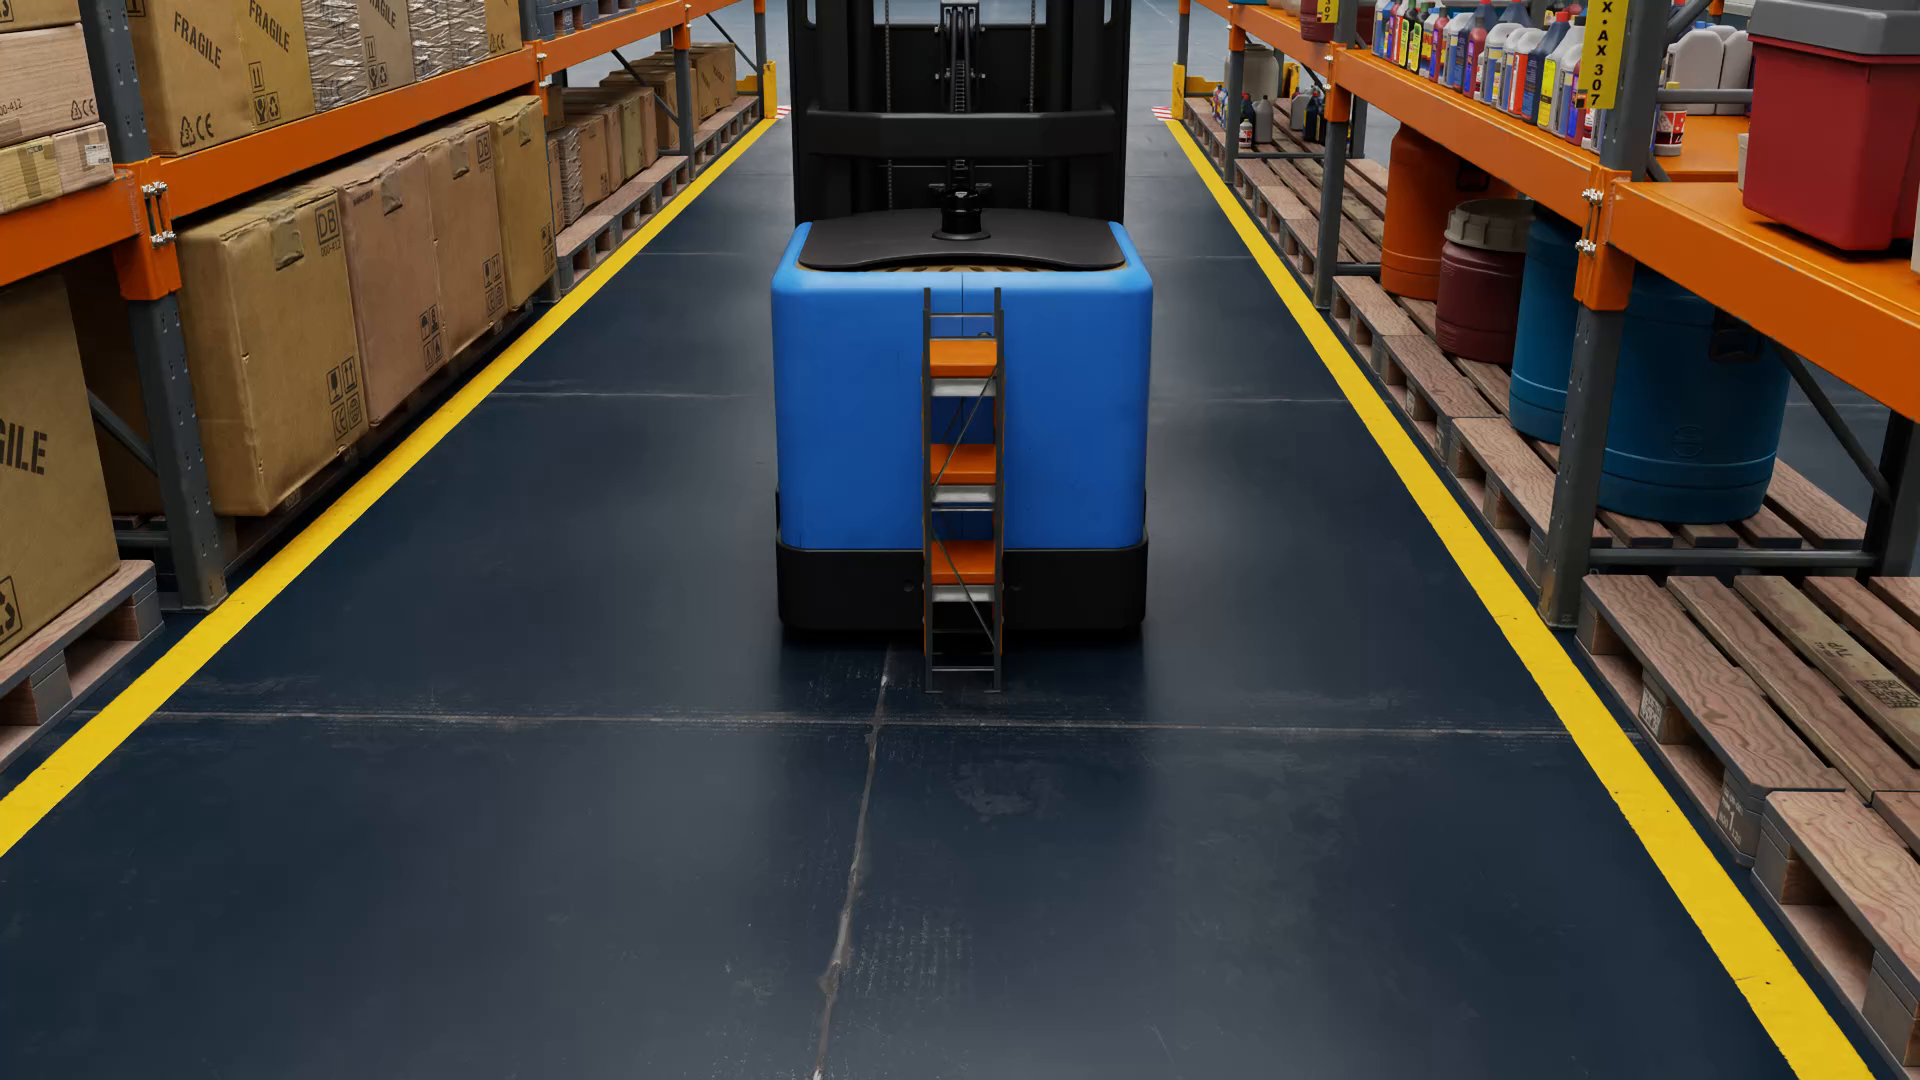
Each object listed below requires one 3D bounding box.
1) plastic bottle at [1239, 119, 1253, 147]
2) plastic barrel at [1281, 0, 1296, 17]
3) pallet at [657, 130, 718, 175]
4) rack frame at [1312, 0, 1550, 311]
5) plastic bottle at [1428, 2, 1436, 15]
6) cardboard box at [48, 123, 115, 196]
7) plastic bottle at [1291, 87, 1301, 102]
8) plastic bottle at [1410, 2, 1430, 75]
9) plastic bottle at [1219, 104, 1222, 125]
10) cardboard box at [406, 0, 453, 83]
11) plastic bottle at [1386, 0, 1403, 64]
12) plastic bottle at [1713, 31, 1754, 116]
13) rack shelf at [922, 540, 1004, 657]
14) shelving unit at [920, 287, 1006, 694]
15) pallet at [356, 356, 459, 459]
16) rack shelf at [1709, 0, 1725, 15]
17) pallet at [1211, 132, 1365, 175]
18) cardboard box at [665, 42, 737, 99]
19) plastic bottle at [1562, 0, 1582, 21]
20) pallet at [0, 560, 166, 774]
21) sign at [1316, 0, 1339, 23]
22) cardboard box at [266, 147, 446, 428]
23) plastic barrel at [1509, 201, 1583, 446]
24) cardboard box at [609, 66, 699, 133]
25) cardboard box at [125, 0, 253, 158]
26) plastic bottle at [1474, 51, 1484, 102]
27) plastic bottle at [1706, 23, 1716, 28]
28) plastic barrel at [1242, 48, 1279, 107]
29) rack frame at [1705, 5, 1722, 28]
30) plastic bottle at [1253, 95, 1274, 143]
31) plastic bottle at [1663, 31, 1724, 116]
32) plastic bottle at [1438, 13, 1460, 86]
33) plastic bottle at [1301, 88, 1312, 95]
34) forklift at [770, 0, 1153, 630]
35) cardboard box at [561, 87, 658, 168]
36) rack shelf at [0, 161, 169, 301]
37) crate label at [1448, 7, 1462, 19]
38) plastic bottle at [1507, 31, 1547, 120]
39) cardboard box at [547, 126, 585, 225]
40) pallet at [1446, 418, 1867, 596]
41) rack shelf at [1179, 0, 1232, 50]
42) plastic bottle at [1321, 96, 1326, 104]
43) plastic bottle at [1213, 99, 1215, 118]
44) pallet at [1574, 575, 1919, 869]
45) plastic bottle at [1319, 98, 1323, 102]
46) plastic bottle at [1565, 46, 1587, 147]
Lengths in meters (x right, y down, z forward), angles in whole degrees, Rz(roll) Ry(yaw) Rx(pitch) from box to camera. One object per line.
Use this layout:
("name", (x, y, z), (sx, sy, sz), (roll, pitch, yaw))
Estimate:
("plastic bottle", (2.161, -3.079, 12.577), (0.097, 0.201, 0.097), (0, 21, 0))
("plastic barrel", (2.191, -3.498, 10.210), (0.433, 0.535, 0.433), (0, 21, 0))
("pallet", (-2.504, -3.041, 13.075), (1.003, 0.211, 1.213), (1, 21, 2))
("rack frame", (2.340, -2.597, 8.076), (1.000, 3.000, 0.127), (1, 21, 2))
("plastic bottle", (2.020, -2.175, 7.165), (0.097, 0.271, 0.097), (0, 21, 0))
("cardboard box", (-2.414, -0.975, 4.241), (0.380, 0.149, 0.250), (1, 21, 2))
("plastic bottle", (2.824, -3.670, 13.987), (0.061, 0.283, 0.133), (1, 21, 2))
("plastic bottle", (1.933, -2.091, 6.933), (0.061, 0.283, 0.133), (1, 21, 2))
("plastic bottle", (2.200, -3.542, 13.772), (0.097, 0.201, 0.097), (0, 21, 0))
("cardboard box", (-2.412, -2.149, 6.783), (0.500, 0.500, 0.500), (0, 21, 0))
("plastic bottle", (1.948, -2.272, 7.398), (0.061, 0.283, 0.133), (1, 21, 2))
("plastic bottle", (2.641, -1.591, 5.654), (0.152, 0.276, 0.135), (1, 21, 2))
("rack shelf", (0.007, 0.147, 4.497), (0.215, 0.259, 0.240), (0, 21, 0))
("shelving unit", (0.007, -0.122, 4.392), (0.215, 1.050, 0.252), (0, 21, 0))
("pallet", (-2.750, -0.628, 6.854), (1.003, 0.211, 1.213), (1, 21, 2))
("rack shelf", (7.473, -4.375, 13.653), (1.077, 0.370, 4.000), (1, 21, 2))
("pallet", (2.524, -2.986, 12.932), (1.003, 0.211, 1.213), (1, 21, 2))
("cardboard box", (-2.403, -4.349, 15.466), (0.500, 0.500, 0.500), (5, 22, 12))
("plastic bottle", (2.747, -2.308, 7.493), (0.061, 0.283, 0.133), (1, 21, 2))
("pallet", (-2.834, 0.369, 4.287), (1.003, 0.211, 1.213), (1, 21, 2))
("sign", (1.790, -2.677, 8.055), (0.100, 0.325, 0.005), (1, 21, 2))
("cardboard box", (-2.707, -0.965, 6.227), (1.225, 0.875, 0.875), (0, 21, 0))
("plastic barrel", (2.273, -0.821, 5.818), (0.600, 0.901, 0.708), (1, 21, 2))
("cardboard box", (-2.427, -3.480, 13.226), (0.500, 0.500, 0.500), (8, 22, 19))
("cardboard box", (-2.469, -1.416, 4.892), (0.500, 0.500, 0.500), (1, 21, 2))
("plastic bottle", (1.921, -1.694, 6.022), (0.097, 0.201, 0.097), (0, 21, 0))
("plastic bottle", (2.679, -1.714, 5.979), (0.097, 0.271, 0.097), (0, 21, 0))
("plastic barrel", (2.624, -4.106, 14.822), (0.421, 0.512, 0.421), (0, 21, 0))
("rack frame", (7.534, -5.434, 15.387), (1.000, 3.000, 0.127), (1, 21, 2))
("plastic bottle", (2.337, -3.248, 12.807), (0.144, 0.351, 0.185), (1, 21, 2))
("plastic bottle", (2.489, -1.593, 5.659), (0.152, 0.276, 0.135), (1, 21, 2))
("plastic bottle", (1.938, -1.925, 6.522), (0.097, 0.271, 0.097), (0, 21, 0))
("plastic bottle", (2.931, -3.665, 13.986), (0.152, 0.276, 0.135), (1, 21, 2))
("forklift", (-0.005, -1.594, 5.586), (1.130, 2.935, 3.031), (0, 21, 0))
("cardboard box", (-2.529, -2.916, 11.745), (0.700, 0.500, 0.500), (-1, 21, -3))
("rack shelf", (-2.793, -0.147, 2.755), (1.077, 0.370, 4.000), (1, 21, 2))
("crate label", (2.640, -2.970, 8.988), (0.502, 0.435, 0.616), (1, 21, 2))
("plastic bottle", (1.934, -1.554, 5.558), (0.152, 0.276, 0.135), (1, 21, 2))
("cardboard box", (-2.606, -2.135, 9.731), (0.700, 0.500, 0.500), (-1, 21, -3))
("pallet", (2.283, -0.129, 5.571), (1.003, 0.211, 1.213), (1, 21, 2))
("rack shelf", (2.522, -4.431, 13.797), (1.077, 0.370, 4.000), (1, 21, 2))
("plastic bottle", (2.907, -3.369, 13.119), (0.144, 0.351, 0.185), (0, 21, -1))
("plastic bottle", (2.213, -3.701, 14.180), (0.097, 0.201, 0.097), (0, 21, 0))
("pallet", (2.235, 0.415, 4.167), (1.003, 0.211, 1.213), (1, 21, 2))
("plastic bottle", (2.874, -3.386, 13.272), (0.097, 0.271, 0.097), (0, 21, 0))
("plastic bottle", (1.869, -1.327, 4.963), (0.061, 0.283, 0.133), (1, 21, 2))
